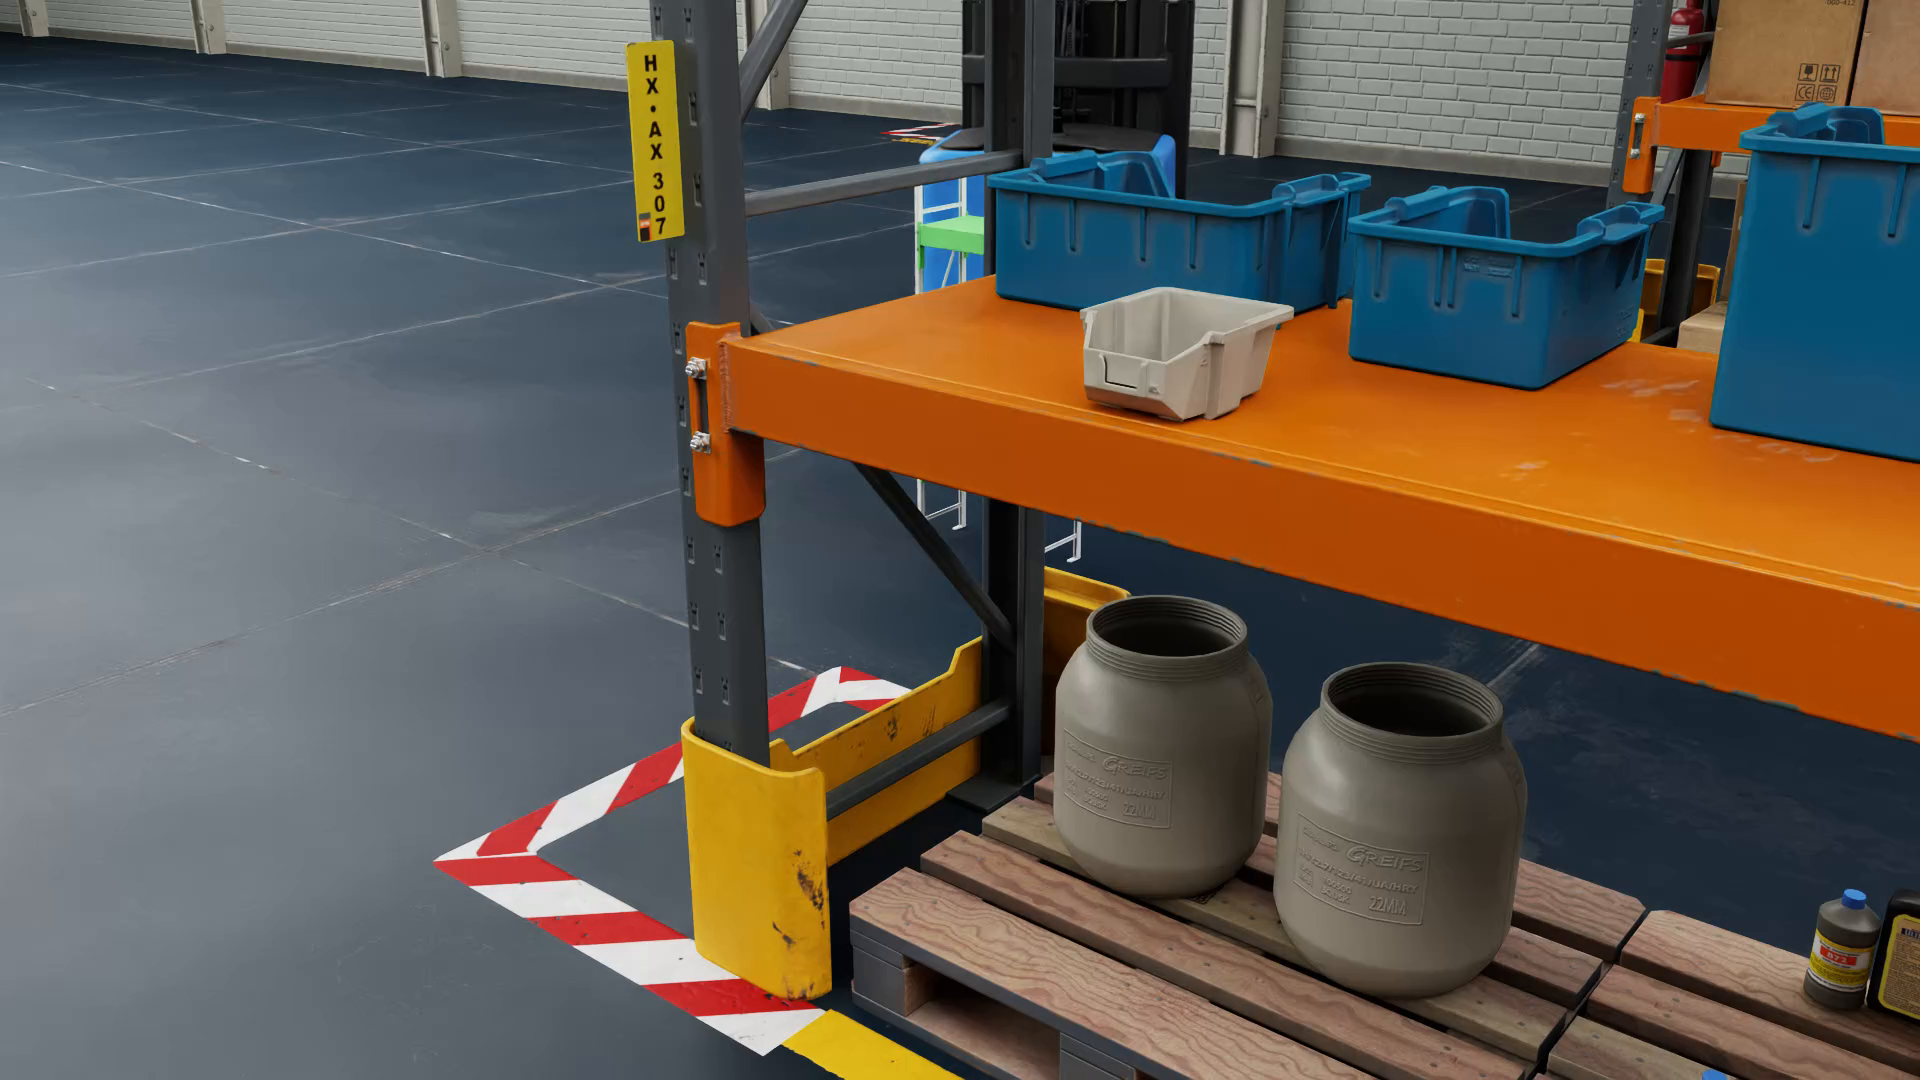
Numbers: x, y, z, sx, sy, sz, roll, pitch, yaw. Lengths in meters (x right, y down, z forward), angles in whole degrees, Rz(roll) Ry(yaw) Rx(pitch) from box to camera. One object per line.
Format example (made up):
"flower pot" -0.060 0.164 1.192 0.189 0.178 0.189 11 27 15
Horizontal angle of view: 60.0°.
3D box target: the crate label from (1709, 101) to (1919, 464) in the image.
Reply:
"crate label" 1.436 -0.370 2.347 0.616 0.435 0.502 16 26 36

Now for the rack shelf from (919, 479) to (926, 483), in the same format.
"rack shelf" 0.128 -0.240 5.466 0.480 0.148 0.258 16 26 36

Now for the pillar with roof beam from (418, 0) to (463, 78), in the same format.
"pillar with roof beam" -9.475 -9.124 17.111 0.400 9.000 9.100 16 26 36

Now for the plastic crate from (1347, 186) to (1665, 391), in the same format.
"plastic crate" 0.915 -0.444 2.805 0.408 0.251 0.499 16 26 36

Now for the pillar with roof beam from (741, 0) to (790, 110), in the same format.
"pillar with roof beam" -4.827 -7.786 13.561 0.400 9.000 9.100 16 26 36

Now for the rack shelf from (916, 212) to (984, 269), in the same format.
"rack shelf" 0.128 -0.914 5.212 0.480 0.148 0.258 16 26 36

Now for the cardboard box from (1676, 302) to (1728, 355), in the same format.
"cardboard box" 3.248 -0.773 6.767 0.500 0.250 0.500 16 26 36

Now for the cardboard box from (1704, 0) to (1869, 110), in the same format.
"cardboard box" 3.327 -1.982 6.532 0.500 0.500 0.700 16 26 36

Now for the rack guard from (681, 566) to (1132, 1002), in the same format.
"rack guard" -0.073 0.484 3.677 0.348 0.500 1.175 16 26 36

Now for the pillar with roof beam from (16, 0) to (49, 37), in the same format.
"pillar with roof beam" -18.772 -11.802 24.211 0.400 9.000 9.100 16 26 36

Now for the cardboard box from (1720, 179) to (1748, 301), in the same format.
"cardboard box" 3.577 -1.266 7.012 0.500 0.500 0.500 16 26 36

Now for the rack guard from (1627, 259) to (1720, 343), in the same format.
"rack guard" 2.955 -0.879 7.290 0.348 0.500 1.175 16 26 36

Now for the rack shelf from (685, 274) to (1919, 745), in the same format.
"rack shelf" 1.388 0.093 2.190 4.000 0.370 1.077 16 26 36

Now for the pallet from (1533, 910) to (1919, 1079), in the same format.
"pallet" 1.494 1.074 2.521 1.213 0.211 1.003 16 26 36

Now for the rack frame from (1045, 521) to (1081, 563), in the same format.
"rack frame" 0.317 -0.470 5.214 0.015 1.200 0.240 16 26 36

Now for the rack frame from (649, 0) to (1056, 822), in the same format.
"rack frame" -0.161 -0.690 3.246 0.127 3.000 1.000 16 26 36

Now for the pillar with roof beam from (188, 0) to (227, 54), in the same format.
"pillar with roof beam" -14.123 -10.463 20.661 0.400 9.000 9.100 16 26 36

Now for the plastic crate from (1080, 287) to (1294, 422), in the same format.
"plastic crate" 0.329 -0.279 2.530 0.250 0.136 0.298 16 26 36

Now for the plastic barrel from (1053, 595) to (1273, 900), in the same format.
"plastic barrel" 0.397 0.404 3.277 0.421 0.512 0.421 0 21 0

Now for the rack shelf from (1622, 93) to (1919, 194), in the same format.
"rack shelf" 4.523 -1.260 5.779 4.000 0.370 1.077 16 26 36

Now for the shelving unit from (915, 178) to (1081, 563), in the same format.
"shelving unit" 0.128 -0.524 5.359 0.503 1.200 0.258 16 26 36

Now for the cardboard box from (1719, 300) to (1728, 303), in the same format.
"cardboard box" 3.576 -0.914 7.143 0.500 0.250 0.500 16 26 36

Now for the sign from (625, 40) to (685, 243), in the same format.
"sign" -0.512 -0.670 2.801 0.005 0.325 0.100 16 26 36

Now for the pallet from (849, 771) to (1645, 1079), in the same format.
"pallet" 0.553 0.802 3.243 1.213 0.211 1.003 16 26 36

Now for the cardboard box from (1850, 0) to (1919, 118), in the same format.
"cardboard box" 3.737 -1.866 6.225 0.500 0.500 0.700 17 26 38

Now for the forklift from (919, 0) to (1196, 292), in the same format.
"forklift" 0.599 -2.462 8.042 1.130 2.935 3.031 4 21 10

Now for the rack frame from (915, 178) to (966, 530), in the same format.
"rack frame" -0.061 -0.579 5.503 0.015 1.200 0.240 16 26 36

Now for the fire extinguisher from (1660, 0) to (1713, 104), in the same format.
"fire extinguisher" 3.176 -2.160 7.255 0.183 0.674 0.296 16 26 36

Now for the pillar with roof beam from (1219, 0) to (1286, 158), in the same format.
"pillar with roof beam" -0.178 -6.447 10.011 0.400 9.000 9.100 16 26 36

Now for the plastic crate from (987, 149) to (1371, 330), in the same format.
"plastic crate" 0.416 -0.590 3.193 0.616 0.251 0.499 16 26 36

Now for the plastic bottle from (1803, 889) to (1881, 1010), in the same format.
"plastic bottle" 1.539 0.704 2.894 0.097 0.201 0.097 0 21 0

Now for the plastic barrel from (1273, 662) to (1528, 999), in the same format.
"plastic barrel" 0.785 0.515 2.981 0.421 0.512 0.421 0 21 0

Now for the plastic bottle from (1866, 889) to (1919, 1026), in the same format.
"plastic bottle" 1.641 0.686 2.823 0.133 0.283 0.061 17 26 38

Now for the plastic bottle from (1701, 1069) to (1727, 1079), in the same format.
"plastic bottle" 1.046 0.871 2.352 0.097 0.271 0.097 0 21 0

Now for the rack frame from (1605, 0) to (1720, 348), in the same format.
"rack frame" 2.974 -2.043 6.835 0.127 3.000 1.000 16 26 36
